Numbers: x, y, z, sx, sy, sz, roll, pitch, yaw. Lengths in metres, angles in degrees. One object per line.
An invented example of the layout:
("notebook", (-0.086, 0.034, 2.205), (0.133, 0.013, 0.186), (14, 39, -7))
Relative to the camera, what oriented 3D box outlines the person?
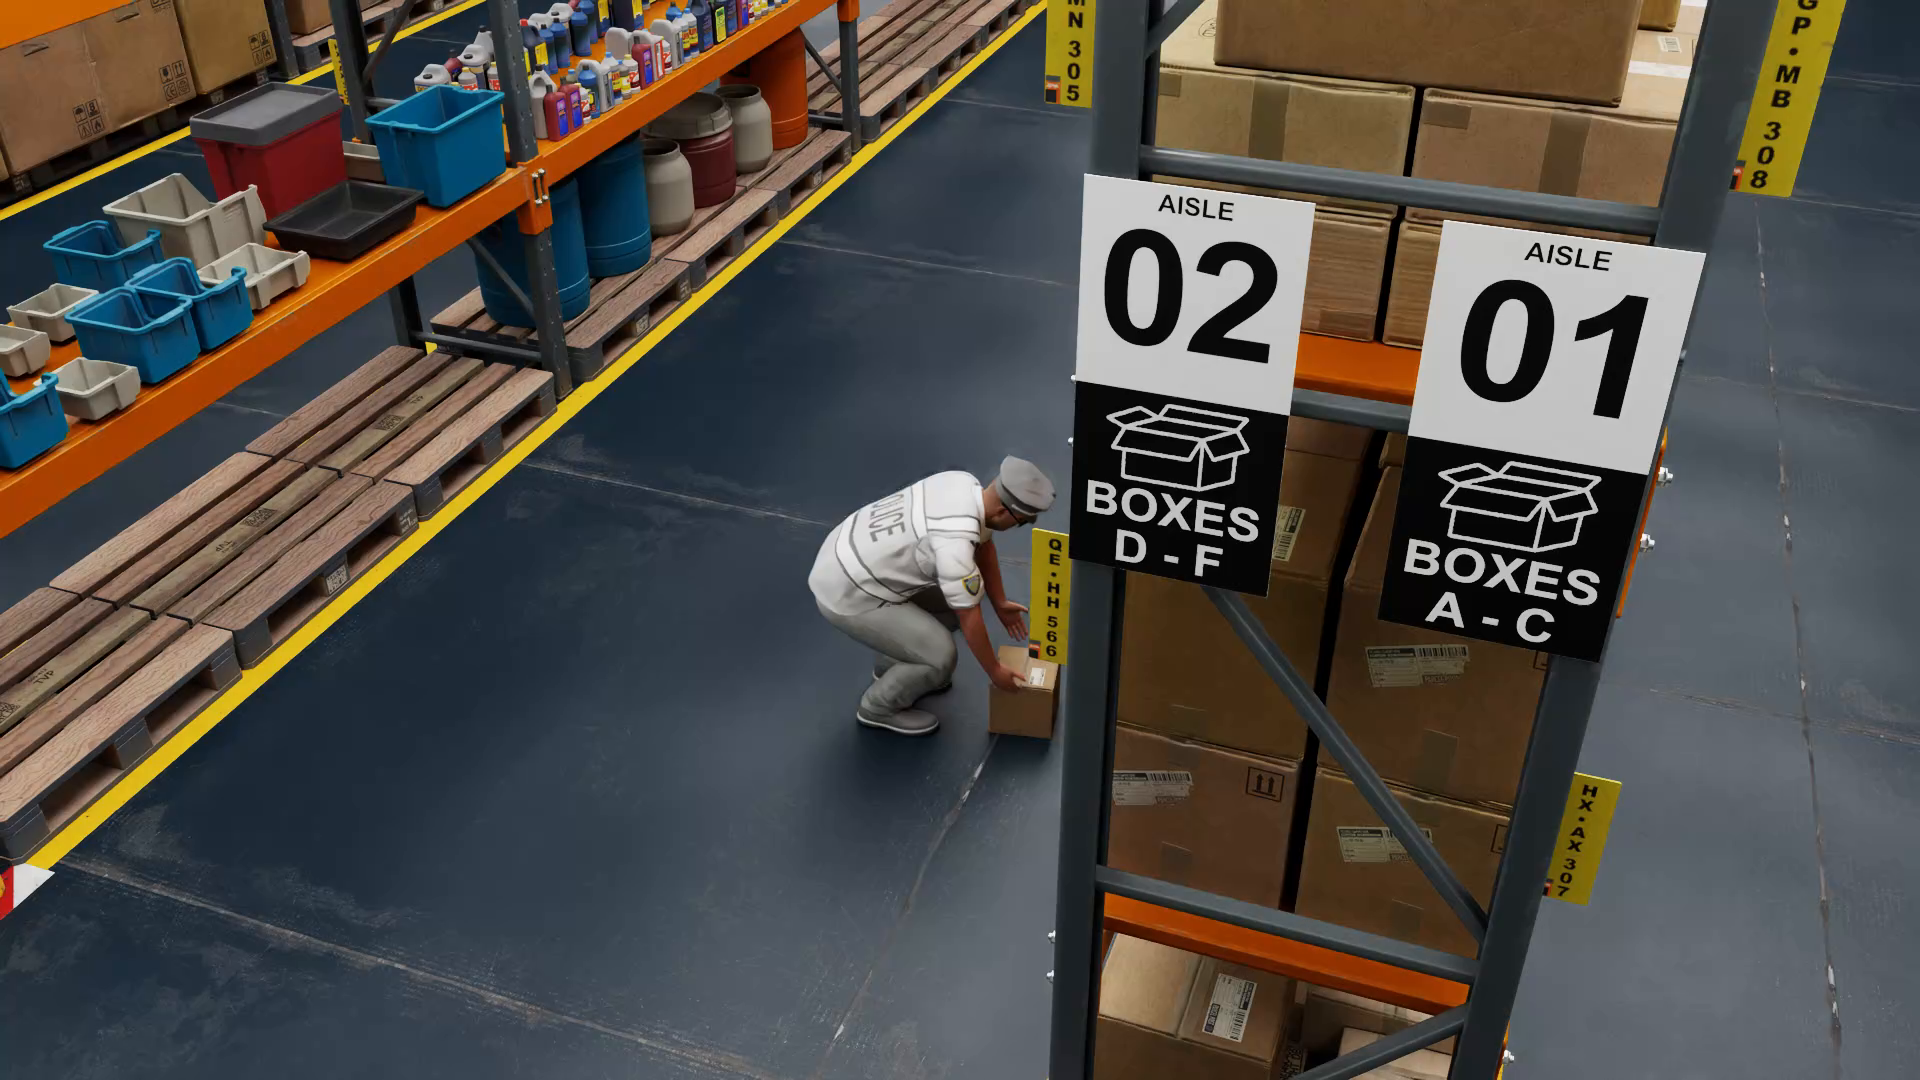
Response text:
("person", (-0.105, 0.180, 6.437), (0.923, 1.124, 0.573), (5, 33, 8))
